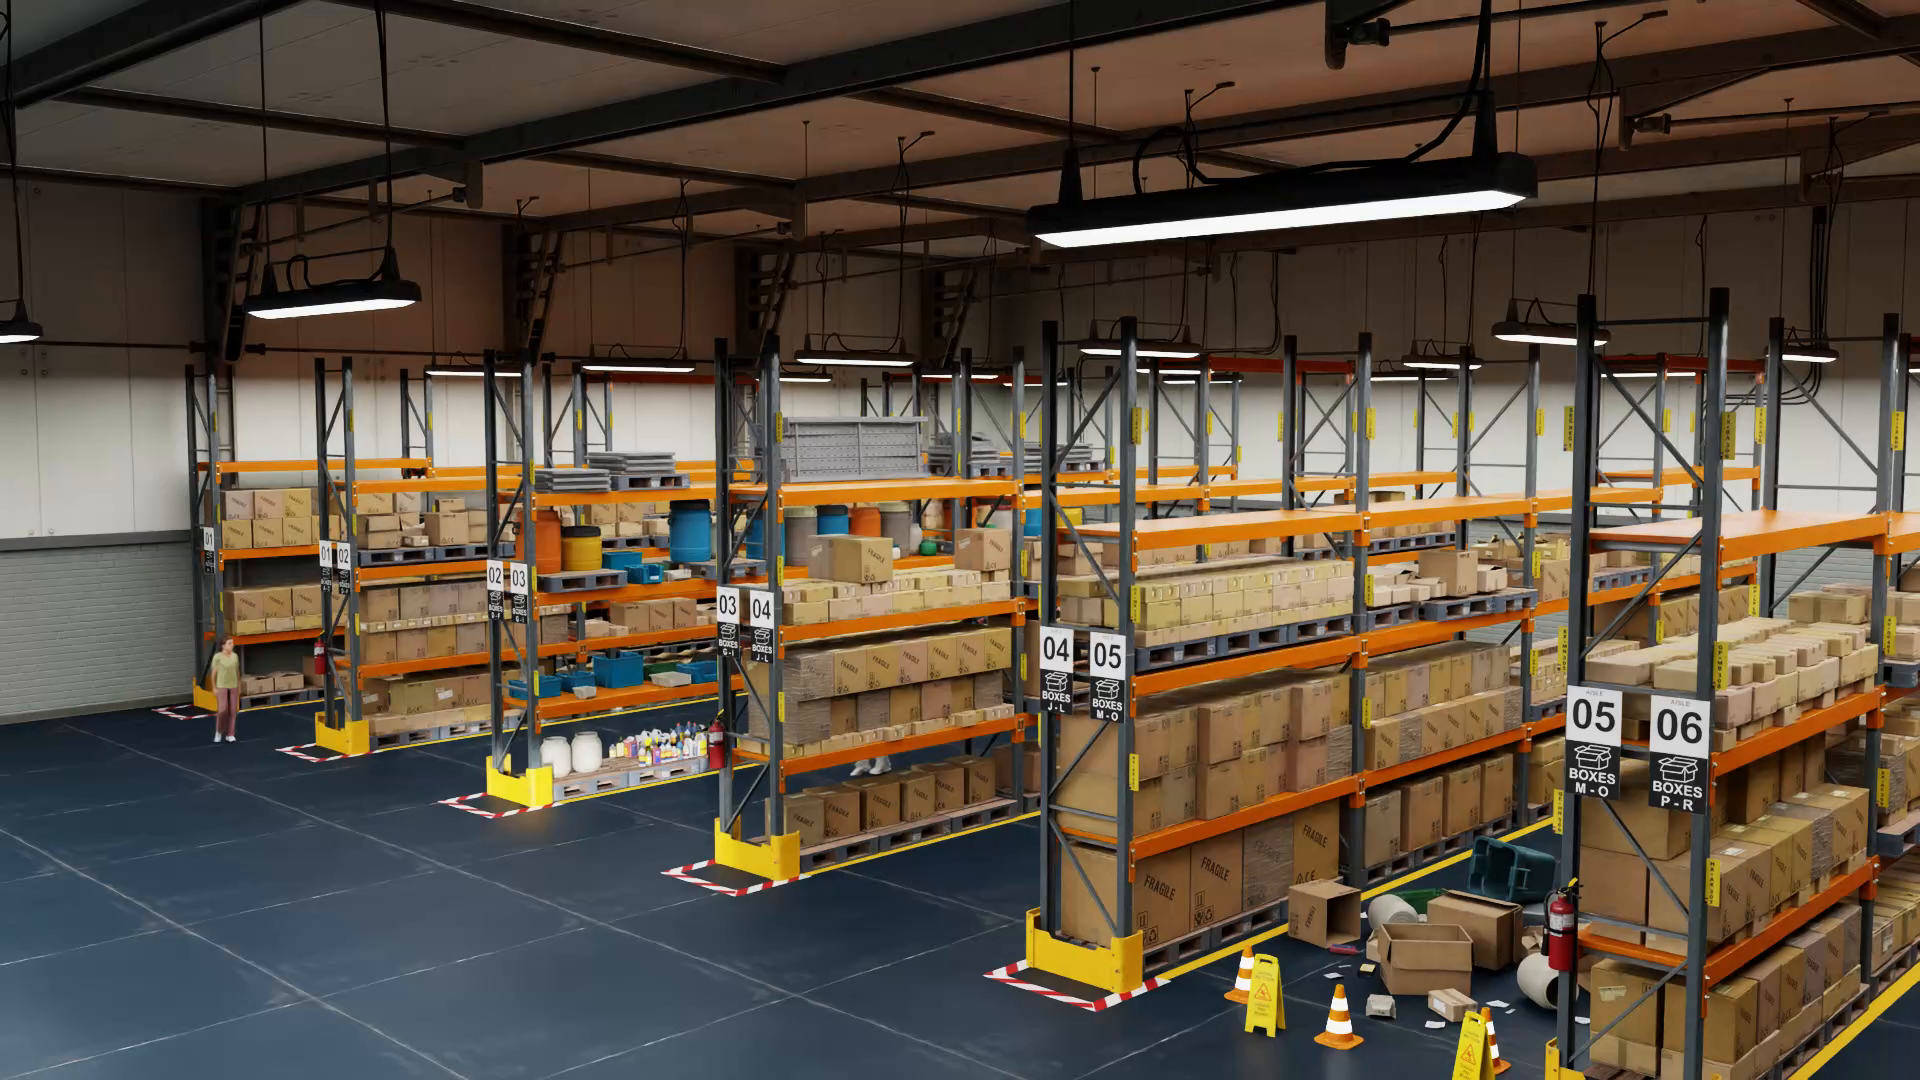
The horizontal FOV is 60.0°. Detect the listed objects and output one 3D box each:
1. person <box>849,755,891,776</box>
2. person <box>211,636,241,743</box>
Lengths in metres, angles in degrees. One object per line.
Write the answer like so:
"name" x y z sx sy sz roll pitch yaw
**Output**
"person" -1.282 2.486 23.686 0.609 1.848 0.643 -2 5 -26
"person" -11.451 2.325 25.987 0.423 1.669 0.467 4 6 43
